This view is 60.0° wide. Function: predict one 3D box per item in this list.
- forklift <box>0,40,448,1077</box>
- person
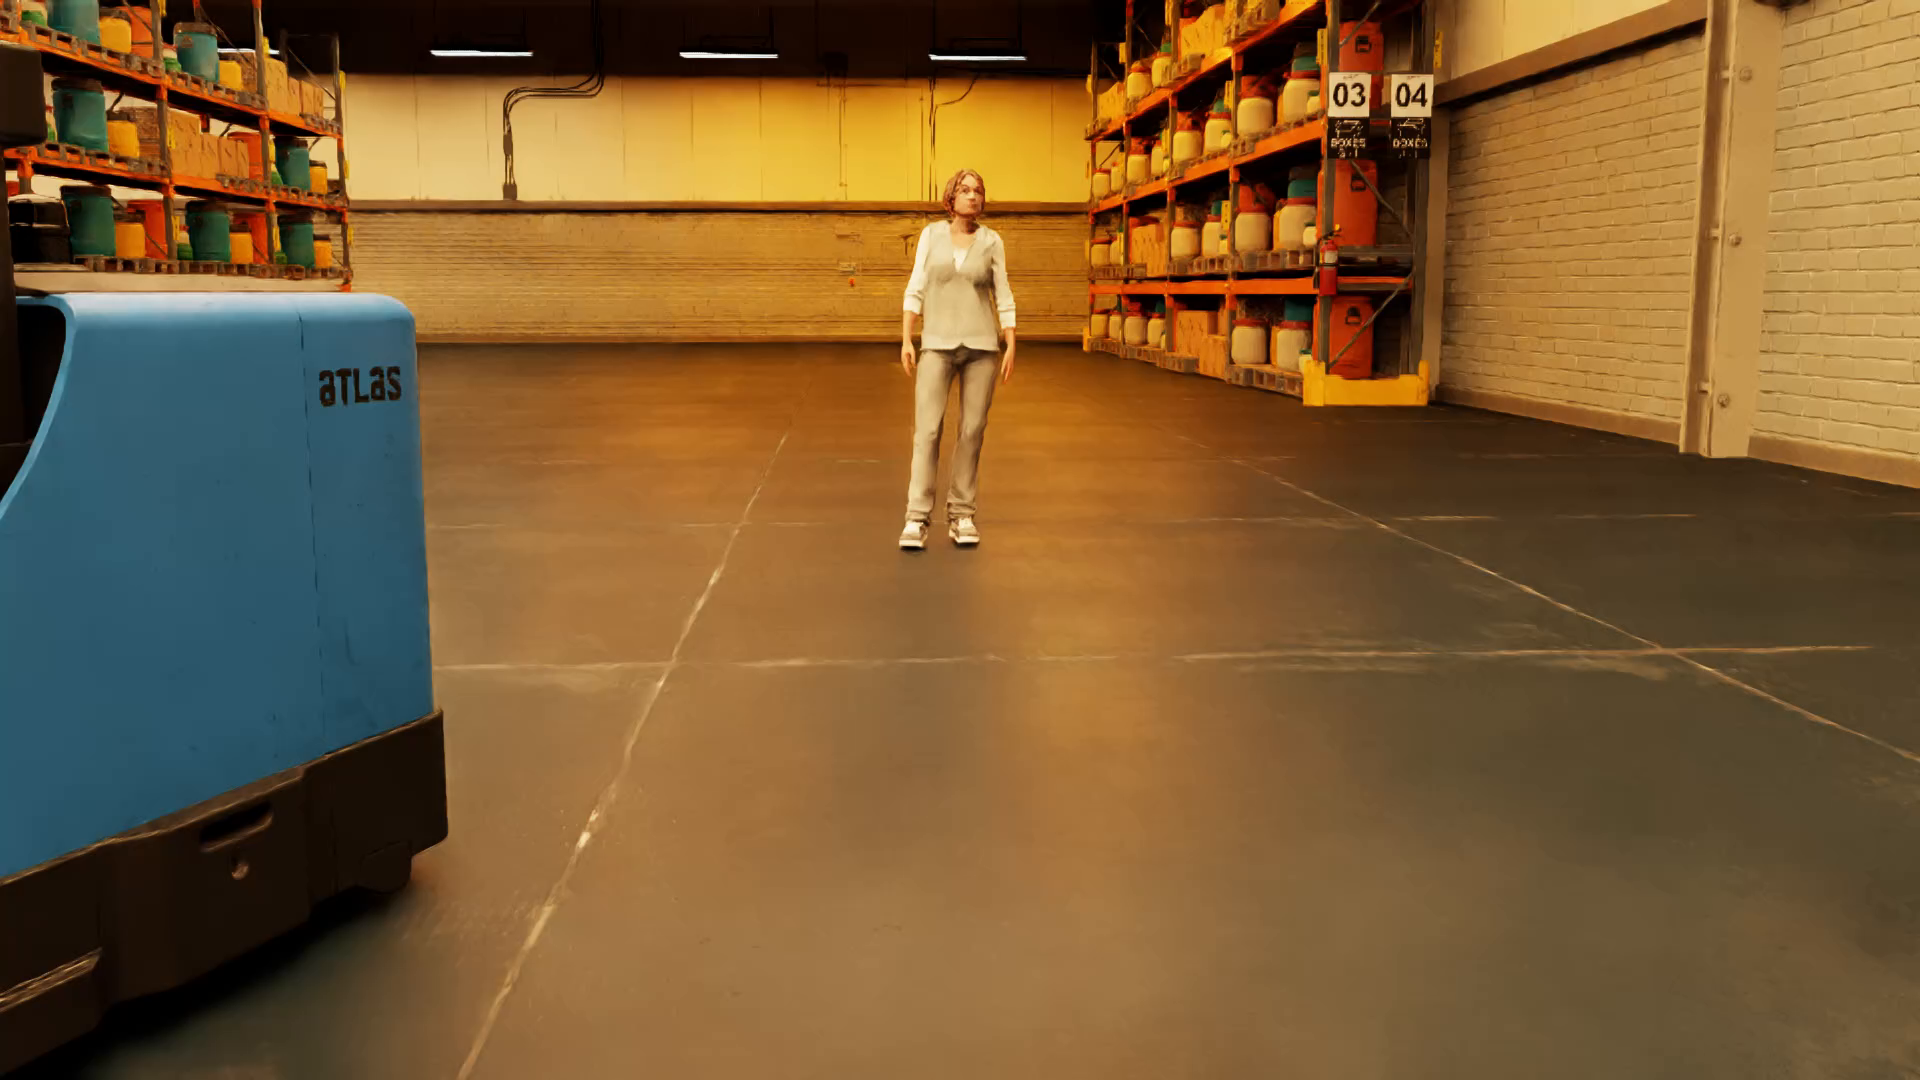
[{"bbox_3d":[-1.912,-0.649,1.699,1.130,2.935,3.031,3,9,19],"label":"forklift"},{"bbox_3d":[-0.009,-0.786,7.118,0.521,1.597,0.474,-1,8,-4],"label":"person"}]
